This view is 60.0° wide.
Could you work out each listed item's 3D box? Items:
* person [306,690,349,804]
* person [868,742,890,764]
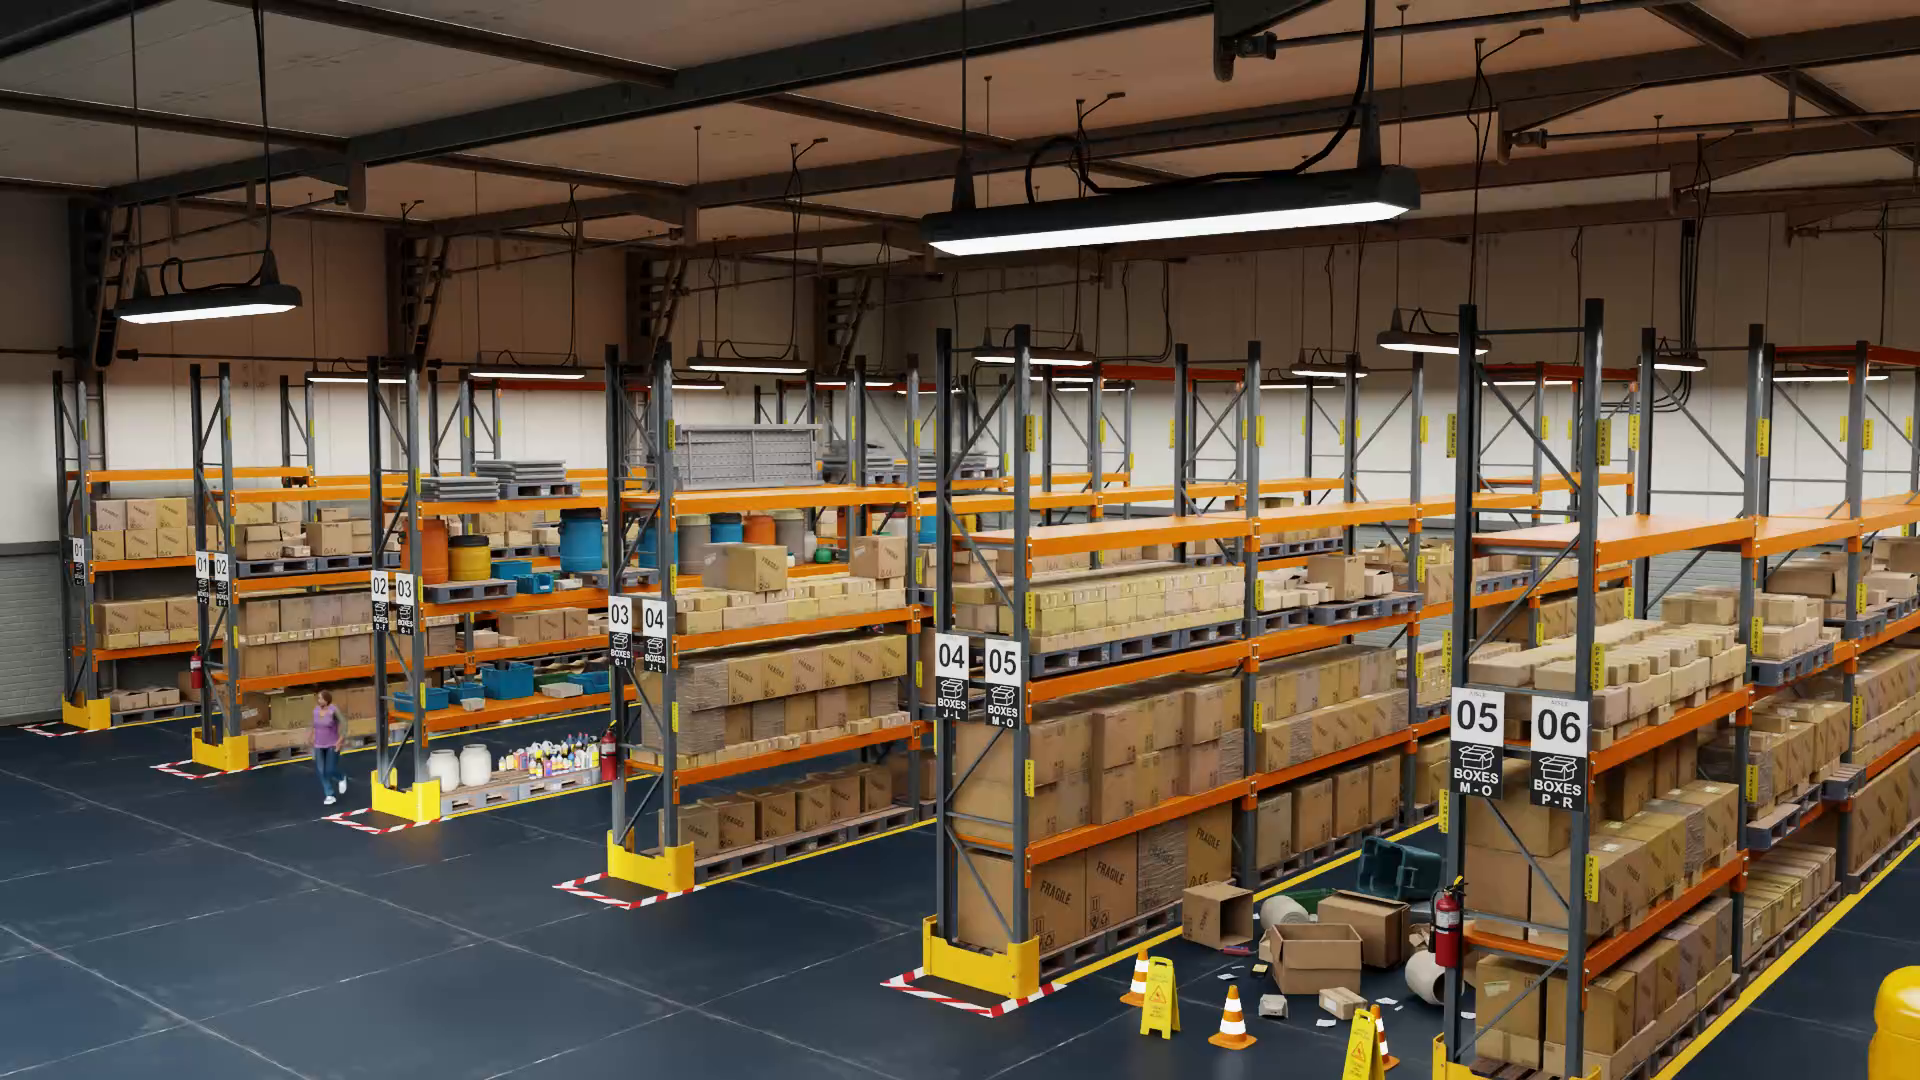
[{"bbox_3d":[-8.499,2.772,22.357,0.561,1.549,0.542,0,4,7],"label":"person"},{"bbox_3d":[-1.338,2.564,24.938,0.593,1.620,0.557,2,4,23],"label":"person"}]
